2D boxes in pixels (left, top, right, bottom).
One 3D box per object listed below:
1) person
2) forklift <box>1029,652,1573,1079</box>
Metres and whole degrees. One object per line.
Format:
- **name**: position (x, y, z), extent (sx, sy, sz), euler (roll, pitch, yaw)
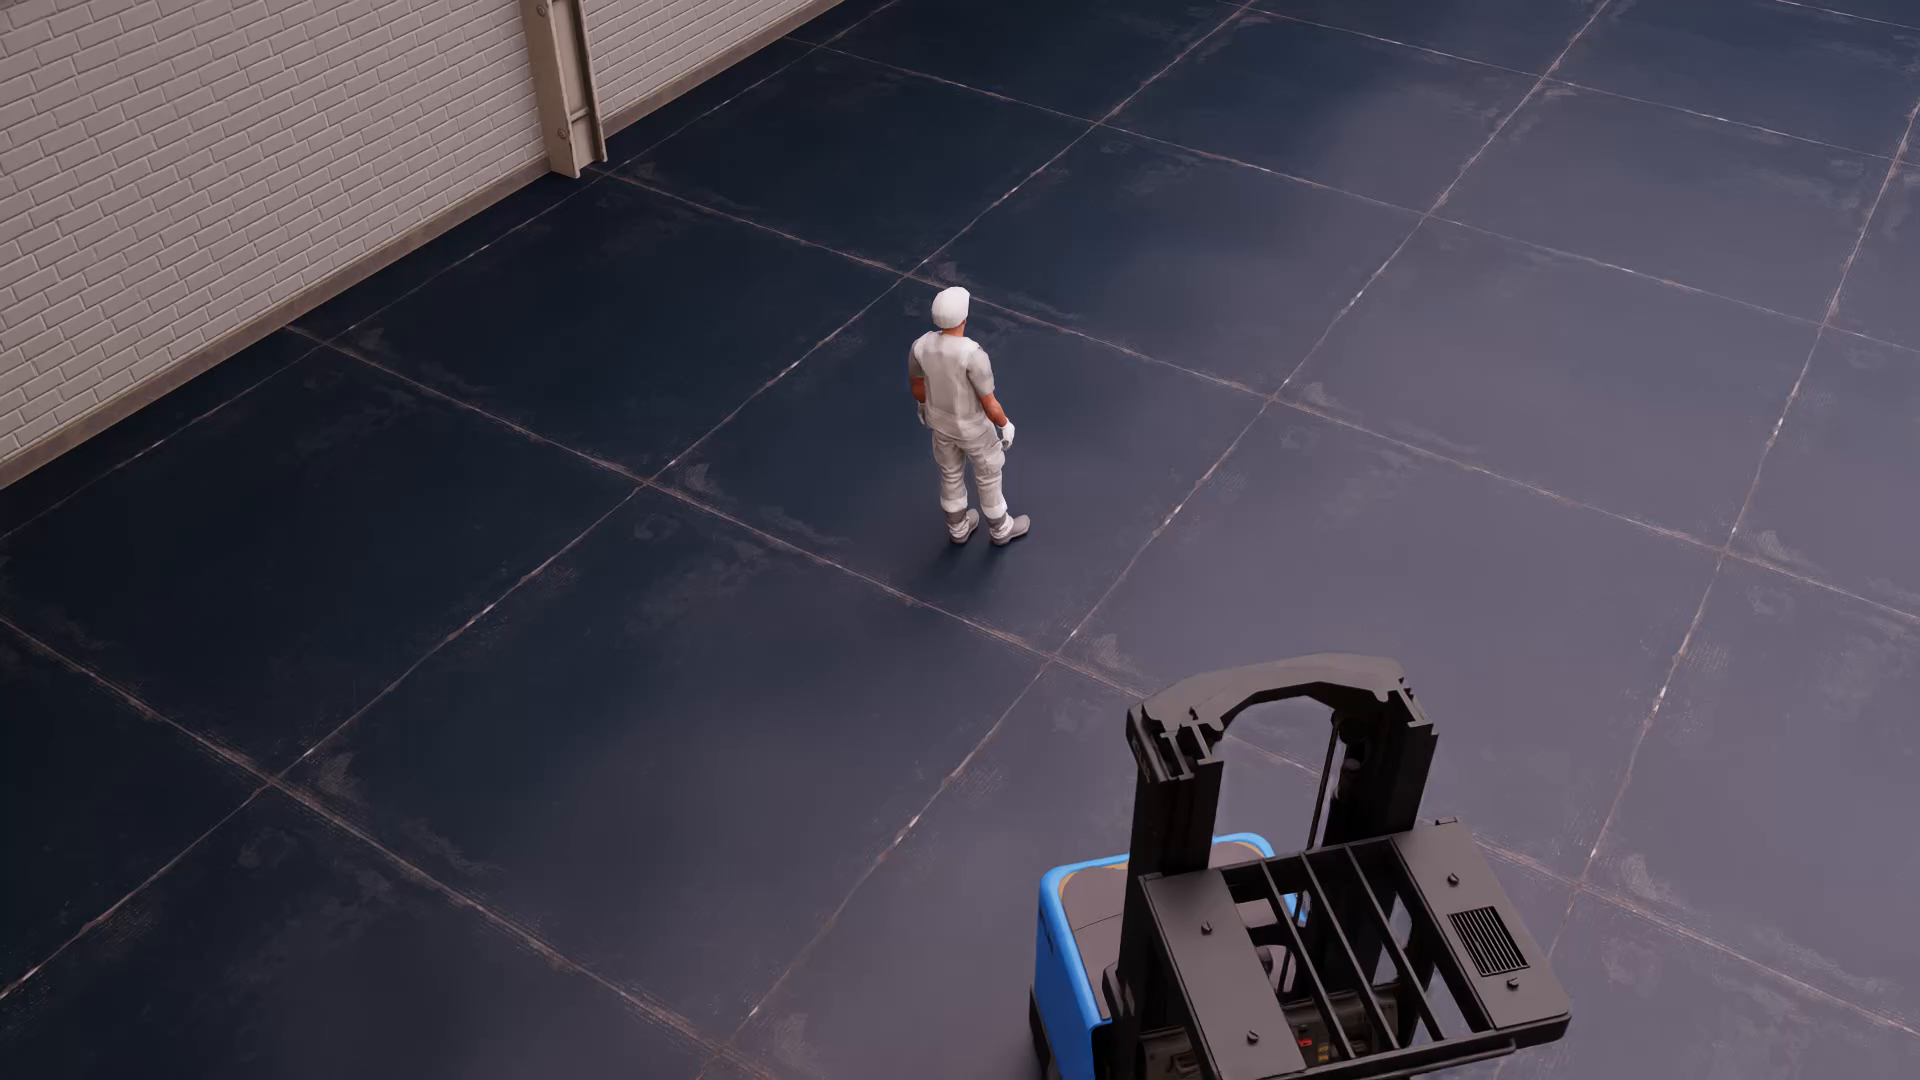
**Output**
- **person**: position (0.053, -0.728, 9.697), extent (0.637, 1.787, 0.564), euler (22, 45, 24)
- **forklift**: position (1.146, 1.938, 5.680), extent (1.130, 2.935, 3.031), euler (-9, 41, -10)
